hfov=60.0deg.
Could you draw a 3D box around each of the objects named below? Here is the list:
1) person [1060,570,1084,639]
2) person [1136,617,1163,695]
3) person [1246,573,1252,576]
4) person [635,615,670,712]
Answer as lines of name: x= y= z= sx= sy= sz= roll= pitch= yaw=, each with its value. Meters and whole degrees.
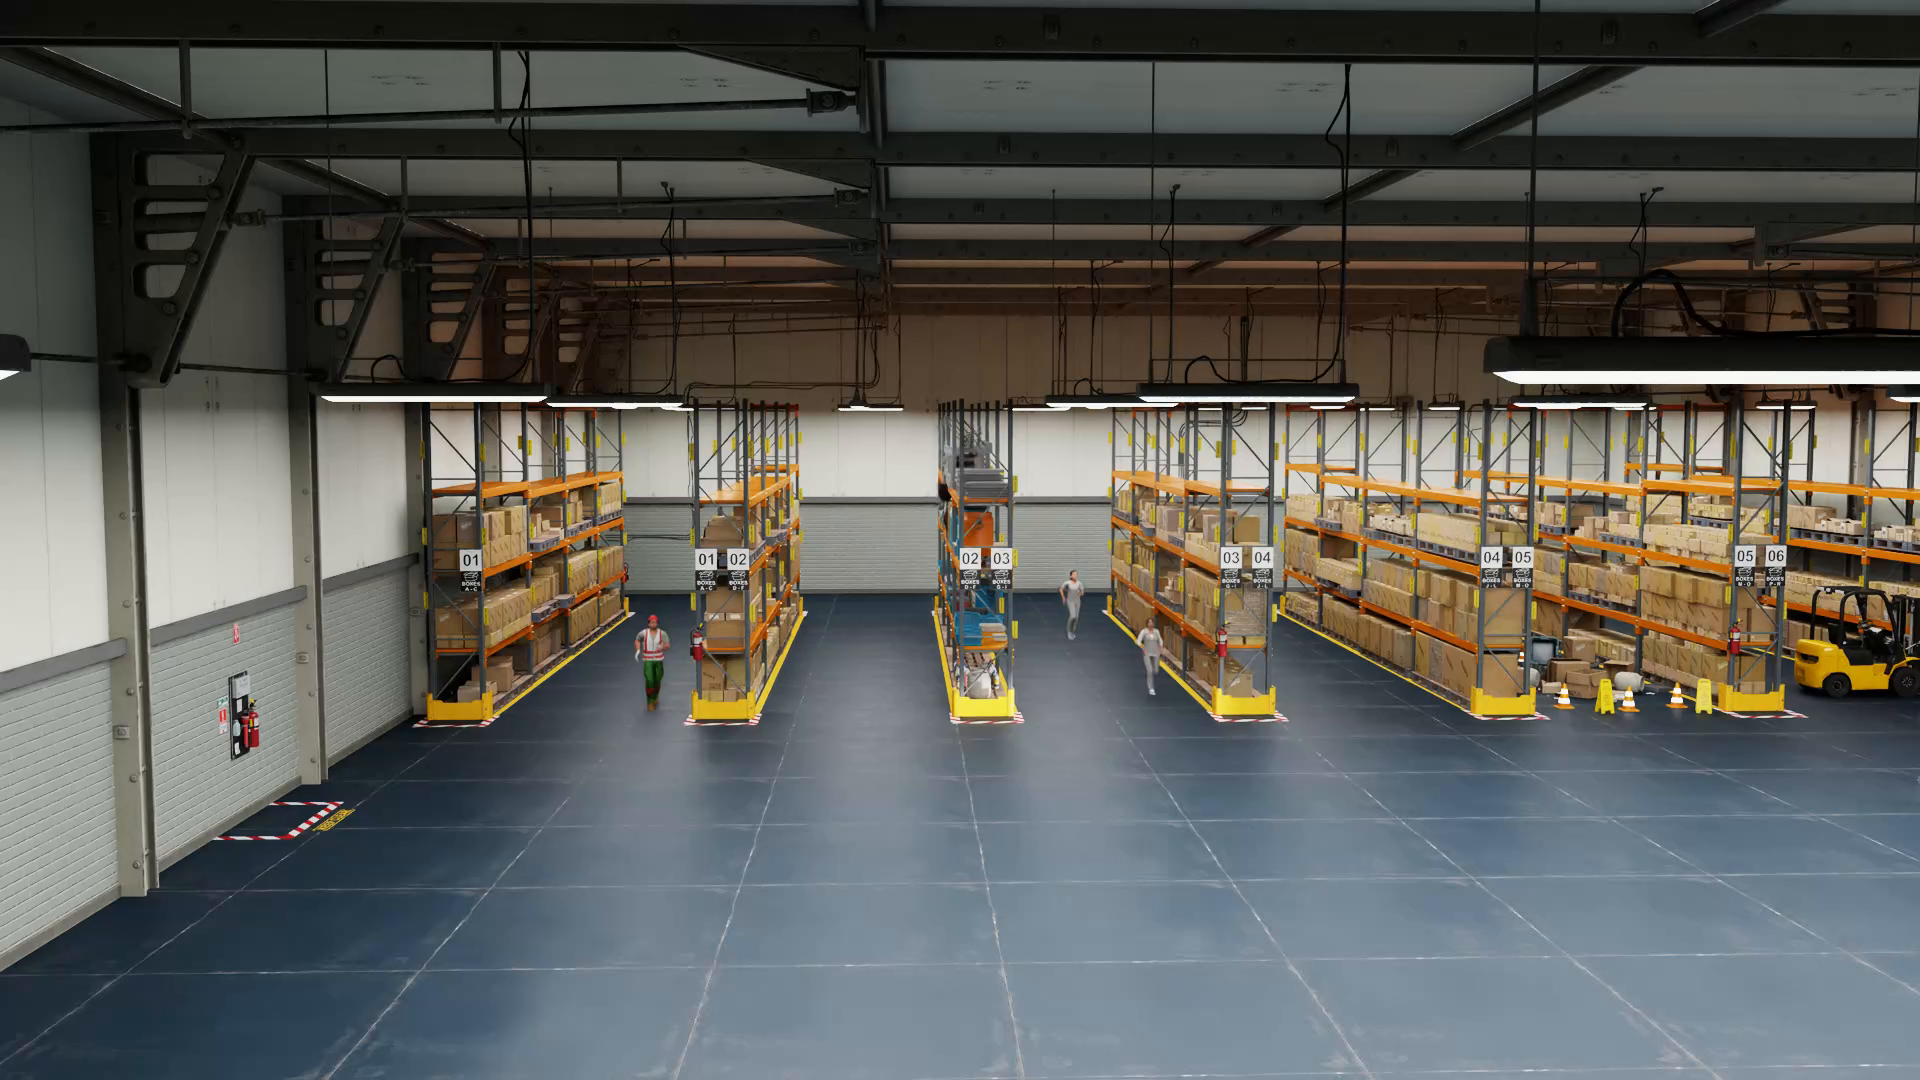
person: x=2.742 y=1.565 z=40.168 sx=0.541 sy=1.680 sz=0.636 roll=-1 pitch=5 yaw=-16
person: x=3.881 y=2.359 z=34.037 sx=0.555 sy=1.568 sz=0.637 roll=0 pitch=4 yaw=-6
person: x=8.024 y=1.332 z=46.663 sx=0.704 sy=1.703 sz=0.544 roll=1 pitch=5 yaw=18
person: x=-5.955 y=2.367 z=32.250 sx=0.654 sy=1.837 sz=0.792 roll=-1 pitch=5 yaw=-18
